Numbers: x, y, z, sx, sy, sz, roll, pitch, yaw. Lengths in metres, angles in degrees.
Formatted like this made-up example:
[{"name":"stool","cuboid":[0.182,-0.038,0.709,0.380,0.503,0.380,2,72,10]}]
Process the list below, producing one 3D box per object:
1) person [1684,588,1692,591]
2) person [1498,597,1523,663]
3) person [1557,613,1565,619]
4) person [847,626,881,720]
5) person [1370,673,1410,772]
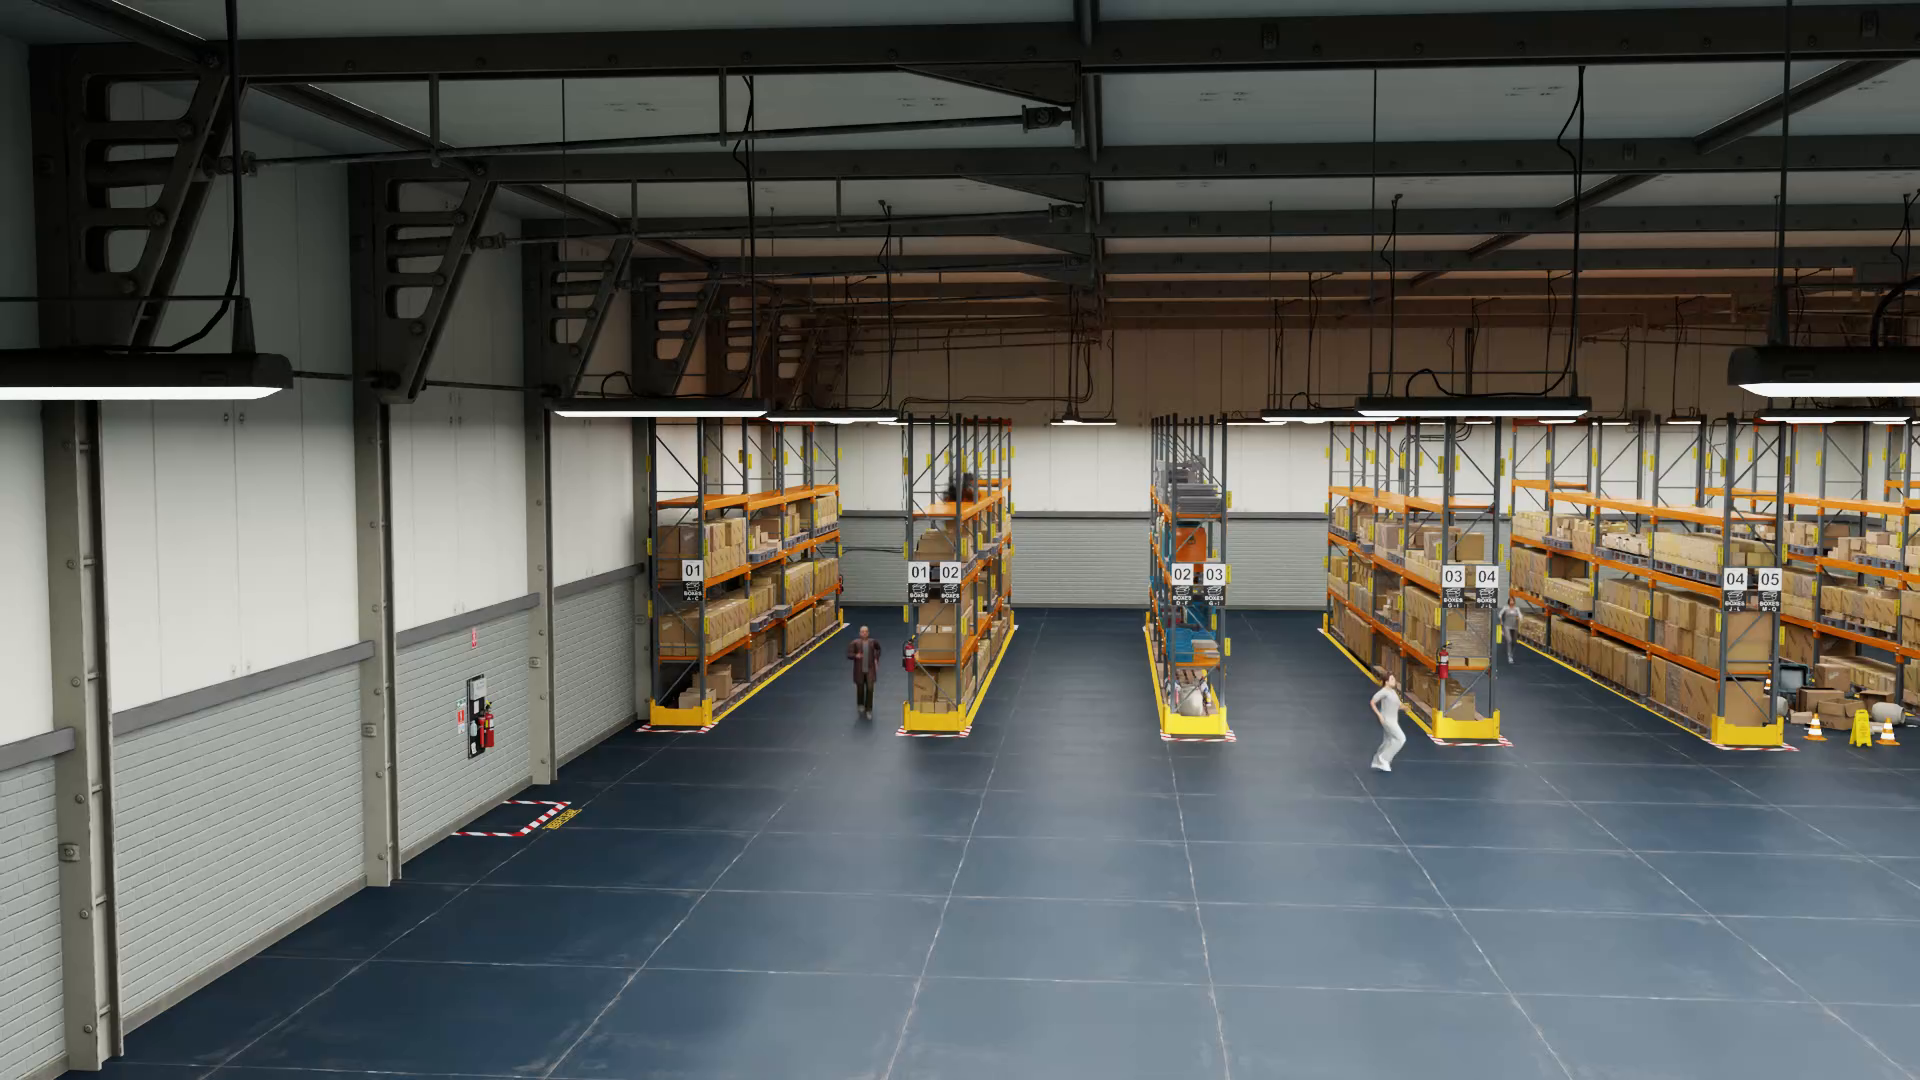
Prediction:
[{"name":"person","cuboid":[20.716,1.756,47.076,0.825,1.661,0.649,2,4,22]},{"name":"person","cuboid":[13.451,2.173,40.608,0.537,1.587,0.879,0,4,7]},{"name":"person","cuboid":[17.299,1.703,47.204,0.851,1.757,0.698,0,4,1]},{"name":"person","cuboid":[-1.884,2.592,32.821,0.708,1.785,1.000,0,4,-7]},{"name":"person","cuboid":[7.161,3.024,27.640,0.641,1.638,0.545,3,5,33]}]
